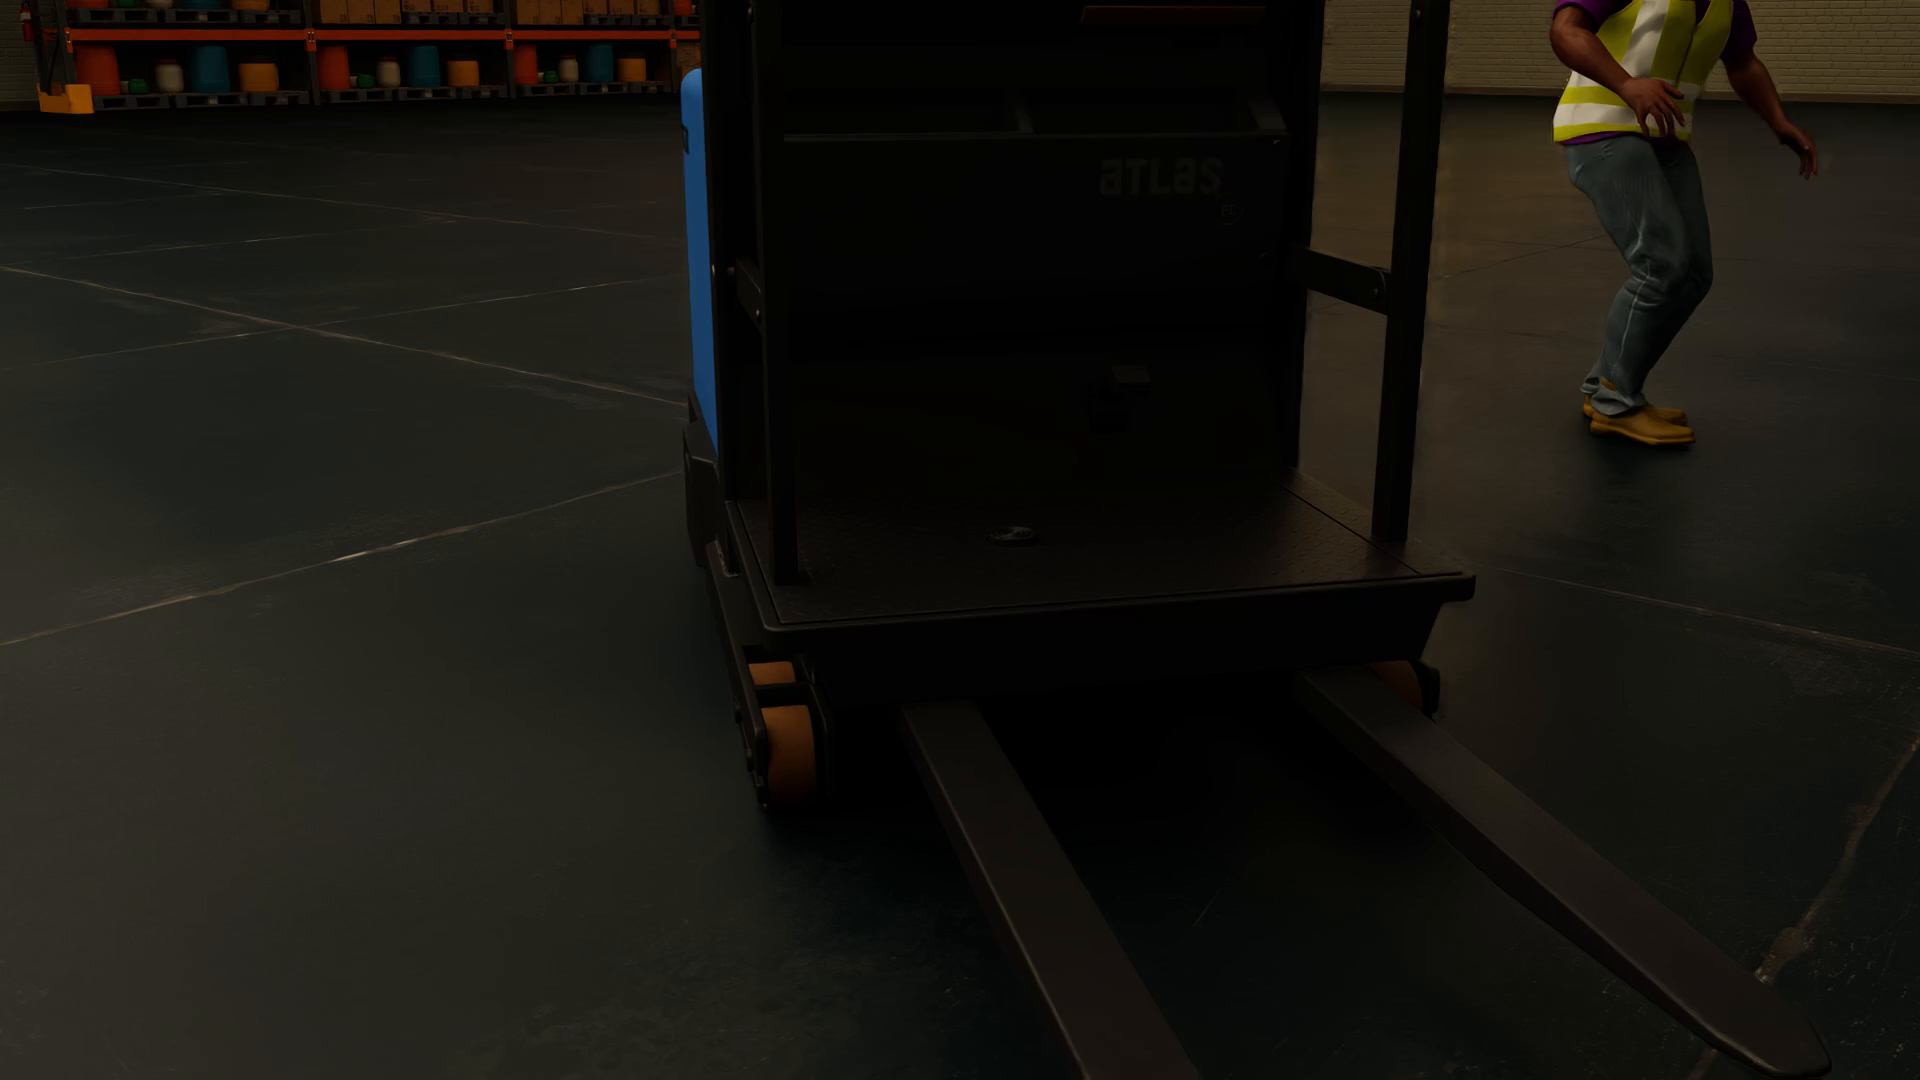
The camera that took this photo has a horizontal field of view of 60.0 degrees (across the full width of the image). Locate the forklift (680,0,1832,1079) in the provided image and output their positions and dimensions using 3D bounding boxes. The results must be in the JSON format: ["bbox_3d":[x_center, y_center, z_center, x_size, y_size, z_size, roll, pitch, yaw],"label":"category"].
[{"bbox_3d":[0.158,-1.104,2.533,1.130,2.935,3.031,-4,17,-12],"label":"forklift"}]

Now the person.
[{"bbox_3d":[2.052,-1.138,4.803,0.818,1.709,0.550,-12,20,-34],"label":"person"}]
